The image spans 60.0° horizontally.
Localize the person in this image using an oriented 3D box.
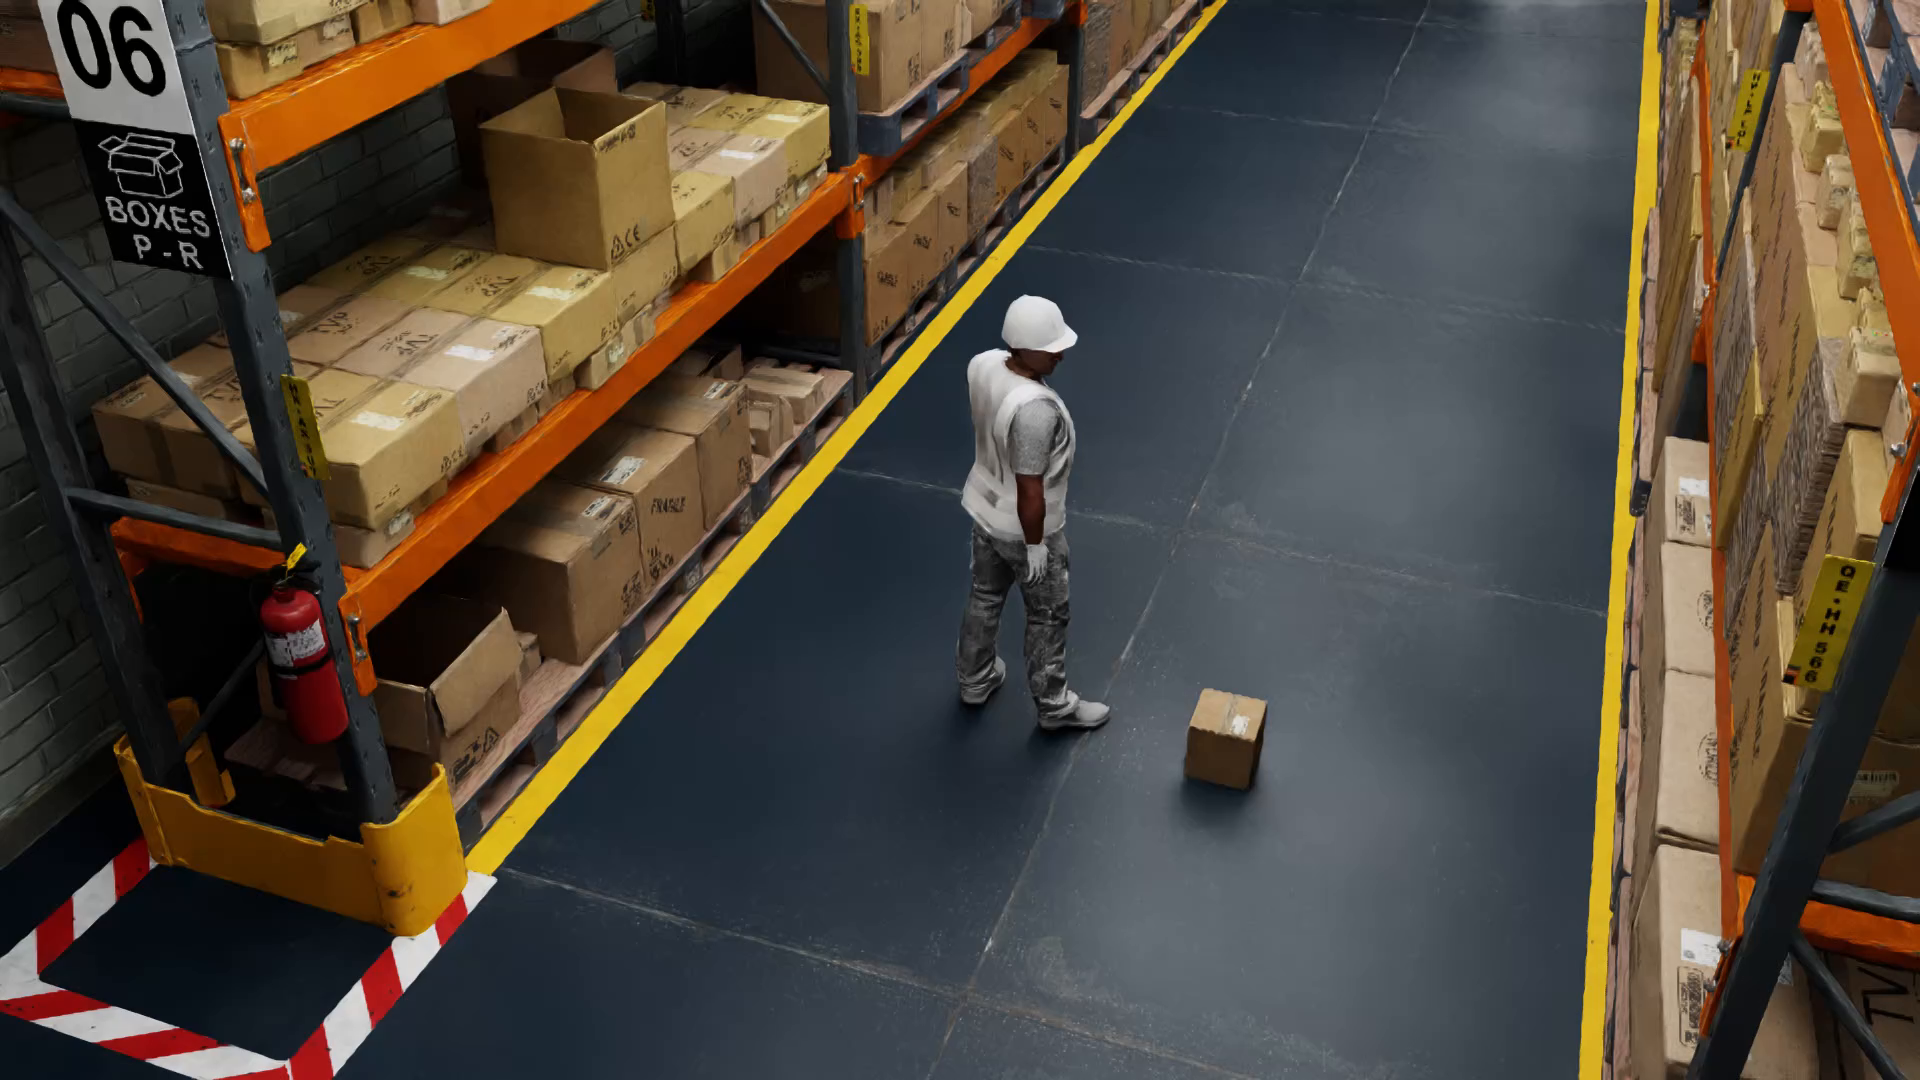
[{"bbox_3d":[0.263,-0.107,6.245,0.505,1.796,0.586,-16,36,-23],"label":"person"}]
